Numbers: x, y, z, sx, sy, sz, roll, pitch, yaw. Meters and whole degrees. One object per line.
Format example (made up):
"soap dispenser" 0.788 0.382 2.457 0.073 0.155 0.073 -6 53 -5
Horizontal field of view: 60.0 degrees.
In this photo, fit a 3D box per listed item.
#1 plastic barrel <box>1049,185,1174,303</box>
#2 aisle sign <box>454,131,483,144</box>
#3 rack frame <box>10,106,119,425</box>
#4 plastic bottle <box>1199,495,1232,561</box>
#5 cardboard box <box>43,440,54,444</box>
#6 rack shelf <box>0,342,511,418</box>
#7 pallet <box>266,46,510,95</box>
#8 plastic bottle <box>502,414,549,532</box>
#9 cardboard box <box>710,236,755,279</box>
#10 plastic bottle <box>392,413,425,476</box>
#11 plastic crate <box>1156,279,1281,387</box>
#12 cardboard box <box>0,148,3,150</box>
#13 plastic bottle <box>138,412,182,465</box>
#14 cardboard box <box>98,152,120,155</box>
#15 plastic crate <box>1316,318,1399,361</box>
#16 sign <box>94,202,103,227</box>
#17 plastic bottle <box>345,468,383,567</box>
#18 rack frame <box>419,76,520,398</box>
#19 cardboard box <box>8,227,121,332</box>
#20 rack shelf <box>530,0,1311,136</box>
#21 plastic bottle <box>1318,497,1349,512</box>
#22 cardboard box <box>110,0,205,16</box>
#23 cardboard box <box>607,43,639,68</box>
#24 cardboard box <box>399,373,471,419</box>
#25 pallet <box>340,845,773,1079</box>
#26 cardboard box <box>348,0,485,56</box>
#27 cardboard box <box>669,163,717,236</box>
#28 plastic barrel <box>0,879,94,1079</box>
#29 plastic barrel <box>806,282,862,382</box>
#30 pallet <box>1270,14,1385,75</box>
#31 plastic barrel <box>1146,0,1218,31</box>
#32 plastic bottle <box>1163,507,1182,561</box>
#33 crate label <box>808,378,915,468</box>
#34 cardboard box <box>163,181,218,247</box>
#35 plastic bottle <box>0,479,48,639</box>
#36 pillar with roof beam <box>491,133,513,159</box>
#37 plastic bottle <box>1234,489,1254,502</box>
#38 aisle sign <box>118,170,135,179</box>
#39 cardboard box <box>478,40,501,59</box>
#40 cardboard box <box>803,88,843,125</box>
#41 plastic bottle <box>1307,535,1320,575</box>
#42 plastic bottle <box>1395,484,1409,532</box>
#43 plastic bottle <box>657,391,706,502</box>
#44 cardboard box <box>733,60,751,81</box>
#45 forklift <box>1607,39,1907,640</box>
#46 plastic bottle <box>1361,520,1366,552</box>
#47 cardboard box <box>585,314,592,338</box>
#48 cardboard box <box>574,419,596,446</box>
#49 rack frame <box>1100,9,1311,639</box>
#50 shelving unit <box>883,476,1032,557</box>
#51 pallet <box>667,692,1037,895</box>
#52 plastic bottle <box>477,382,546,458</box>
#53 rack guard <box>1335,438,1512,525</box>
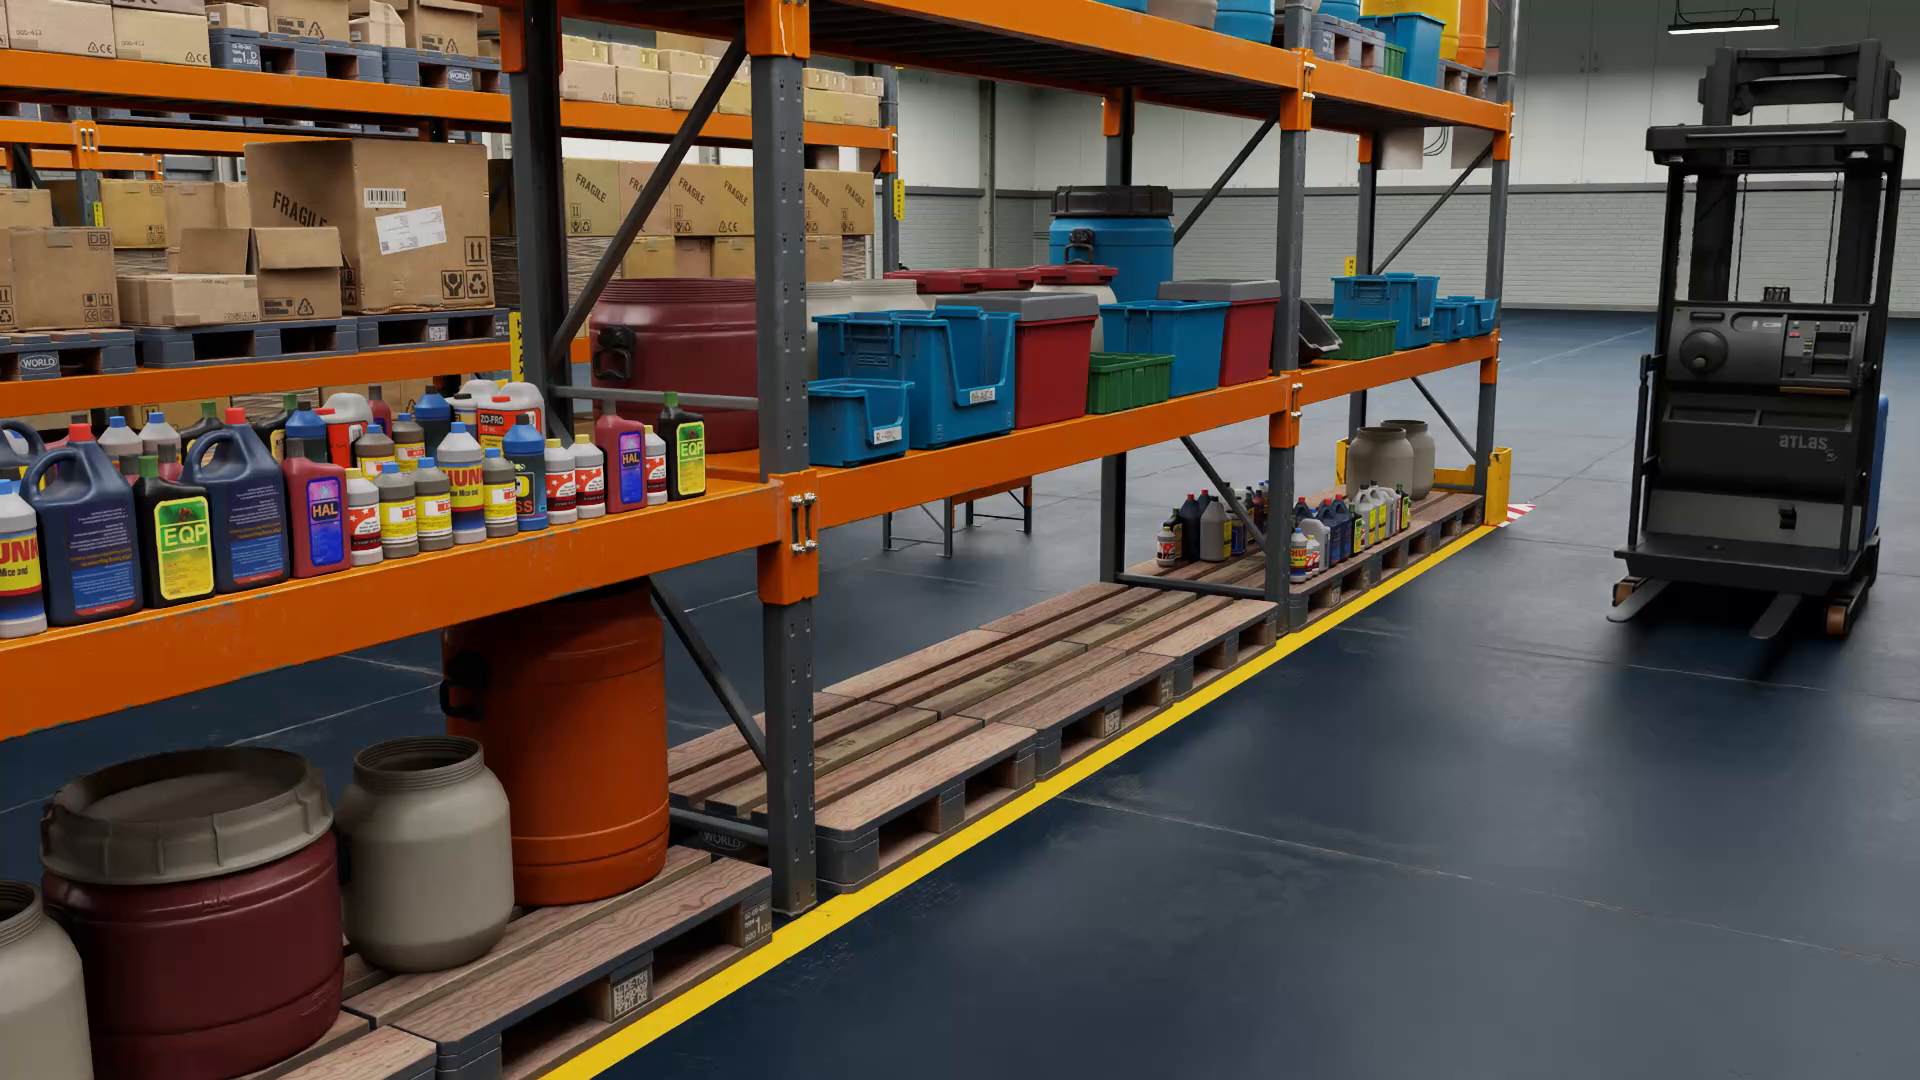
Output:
"plastic barrel" 0.730 -1.256 8.065 0.600 0.901 0.708 6 12 31
"aisle sign" -4.860 -3.894 16.452 0.394 0.787 0.004 6 12 31
"rack frame" -7.230 -2.005 13.425 1.000 3.000 0.127 6 12 31
"plastic bottle" 1.401 -0.071 9.099 0.144 0.351 0.185 6 12 31
"cardboard box" -4.798 -0.350 8.147 0.500 0.250 0.500 7 13 33
"rack shelf" -4.082 -0.847 9.195 1.077 0.370 4.000 6 12 31
"pallet" -3.455 -2.810 10.086 1.213 0.211 1.003 6 12 31
"plastic bottle" -1.029 -0.162 3.930 0.097 0.271 0.097 0 11 0
"cardboard box" -1.999 -2.013 12.391 0.875 0.500 0.500 6 12 31
"plastic bottle" -1.522 -0.247 4.575 0.097 0.201 0.097 0 11 0
"plastic crate" 1.200 -0.968 7.712 0.402 0.464 0.583 6 12 31
"cardboard box" -10.142 -4.113 17.218 0.380 0.149 0.250 6 12 30
"plastic bottle" -1.901 -0.166 3.956 0.097 0.271 0.097 0 11 0
"cardboard box" -9.484 -4.317 18.305 0.380 0.149 0.250 6 12 31
"plastic crate" 2.136 -1.124 9.297 0.450 0.188 0.662 6 12 31
"sign" -6.761 -2.484 13.057 0.100 0.325 0.005 6 12 31
"plastic bottle" -1.281 -0.051 3.528 0.097 0.201 0.097 0 11 0
"rack frame" -3.043 -1.515 10.809 1.000 3.000 0.127 6 12 31
"cardboard box" -4.669 -1.327 8.395 0.700 0.500 0.500 9 14 39
"rack shelf" 0.152 -1.848 6.391 1.077 0.370 4.000 6 12 31
"plastic bottle" 2.143 -0.113 9.528 0.152 0.276 0.135 6 12 31
"cardboard box" -4.135 -2.864 8.231 0.500 0.500 0.500 6 12 29
"cardboard box" -2.372 -3.222 11.102 0.380 0.149 0.250 6 12 31
"cardboard box" -5.449 -1.683 16.339 0.875 0.875 0.875 6 12 31
"pallet" -1.261 1.086 4.494 1.003 0.211 1.213 6 12 31
"cardboard box" -3.372 -3.182 10.140 0.797 0.503 0.637 6 12 28
"cardboard box" -2.074 -2.406 11.769 0.500 0.500 0.500 6 12 31
"plastic barrel" -1.929 0.957 3.223 0.421 0.512 0.421 0 11 0
"plastic barrel" -0.535 -0.650 5.884 0.421 0.512 0.421 0 11 0
"pallet" 1.481 -2.546 8.679 1.213 0.211 1.003 6 12 31
"plastic barrel" 0.772 -2.559 6.872 0.600 0.901 0.600 0 11 0
"plastic bottle" 1.158 -0.030 9.063 0.061 0.283 0.133 7 13 34
"crate label" -0.348 -0.361 5.099 0.303 0.233 0.416 6 12 31
"cardboard box" -6.823 -2.761 14.125 0.875 0.550 0.550 6 12 31
"plastic bottle" -1.662 0.030 2.905 0.097 0.271 0.097 0 11 0
"pillar with roof beam" -4.903 -7.966 28.963 9.100 9.000 0.548 6 12 31
"plastic bottle" 1.633 -0.154 9.747 0.152 0.276 0.135 7 12 32
"aisle sign" -9.669 -4.408 19.197 0.394 0.787 0.004 6 12 31
"cardboard box" -3.121 -3.190 10.930 0.380 0.149 0.250 7 13 32
"cardboard box" -1.256 -3.366 12.951 0.500 0.250 0.500 6 12 31
"plastic bottle" 1.836 0.077 8.713 0.097 0.201 0.097 0 11 0
"plastic bottle" 2.643 -0.201 9.977 0.061 0.283 0.133 7 13 32
"plastic bottle" -0.732 -0.251 4.374 0.061 0.283 0.133 6 12 31
"cardboard box" -1.708 -3.424 12.182 0.380 0.149 0.250 6 12 28
"forklift" 4.105 -1.052 8.525 1.130 2.935 3.031 7 13 32
"plastic bottle" 2.229 -0.042 9.349 0.097 0.201 0.097 0 11 0
"cardboard box" -2.534 -1.435 11.062 0.380 0.149 0.250 6 12 31
"cardboard box" -2.801 -0.552 11.316 0.500 0.500 0.500 6 12 29
"rack frame" 1.190 -1.042 8.281 1.000 3.000 0.127 6 12 31
"shelving unit" -0.004 -0.552 10.759 0.538 1.125 1.048 6 12 31
"pallet" -0.451 0.840 5.809 1.003 0.211 1.213 6 12 31
"plastic bottle" -1.258 -0.300 4.656 0.152 0.276 0.135 6 12 31
"rack guard" 3.267 -0.426 11.784 1.175 0.500 0.348 6 12 31
